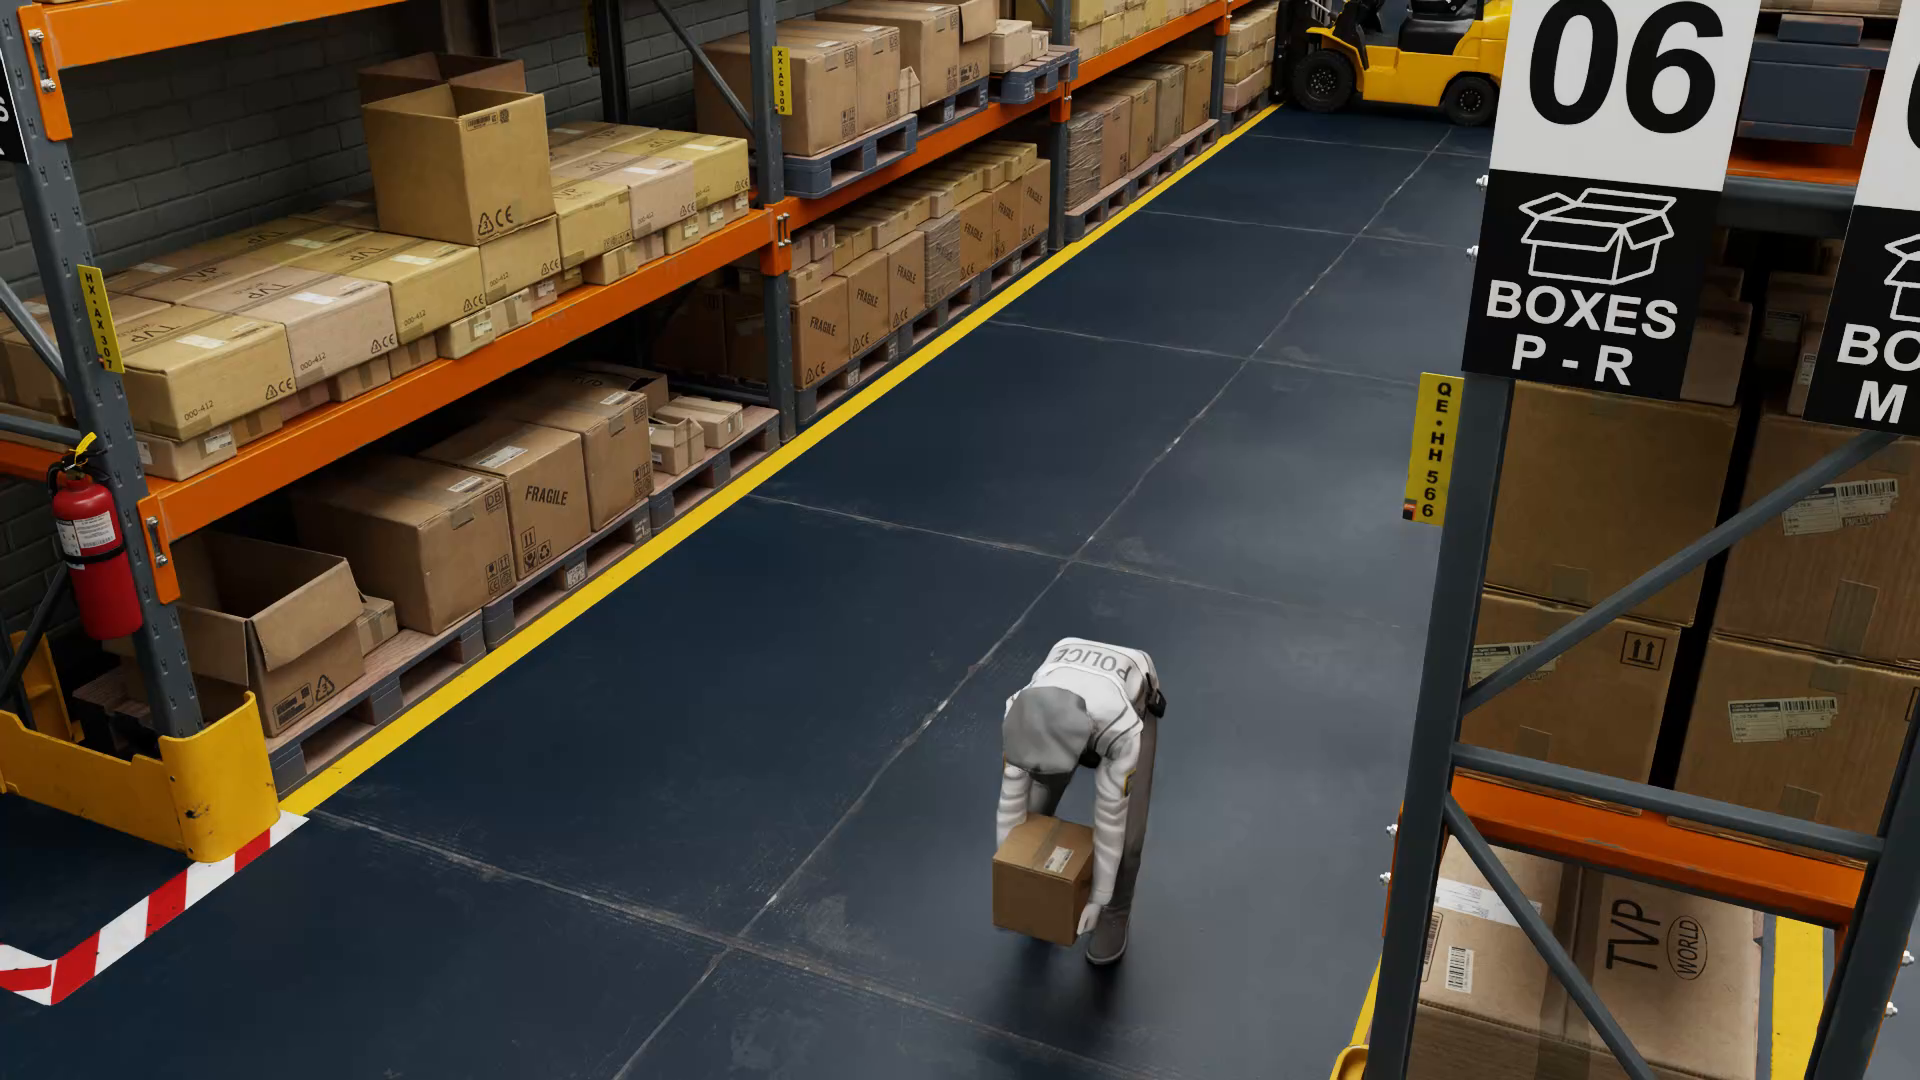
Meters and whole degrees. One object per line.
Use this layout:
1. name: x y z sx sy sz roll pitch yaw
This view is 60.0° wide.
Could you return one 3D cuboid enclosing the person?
1. person: 0.342 0.781 5.014 0.428 1.242 0.896 9 28 18
